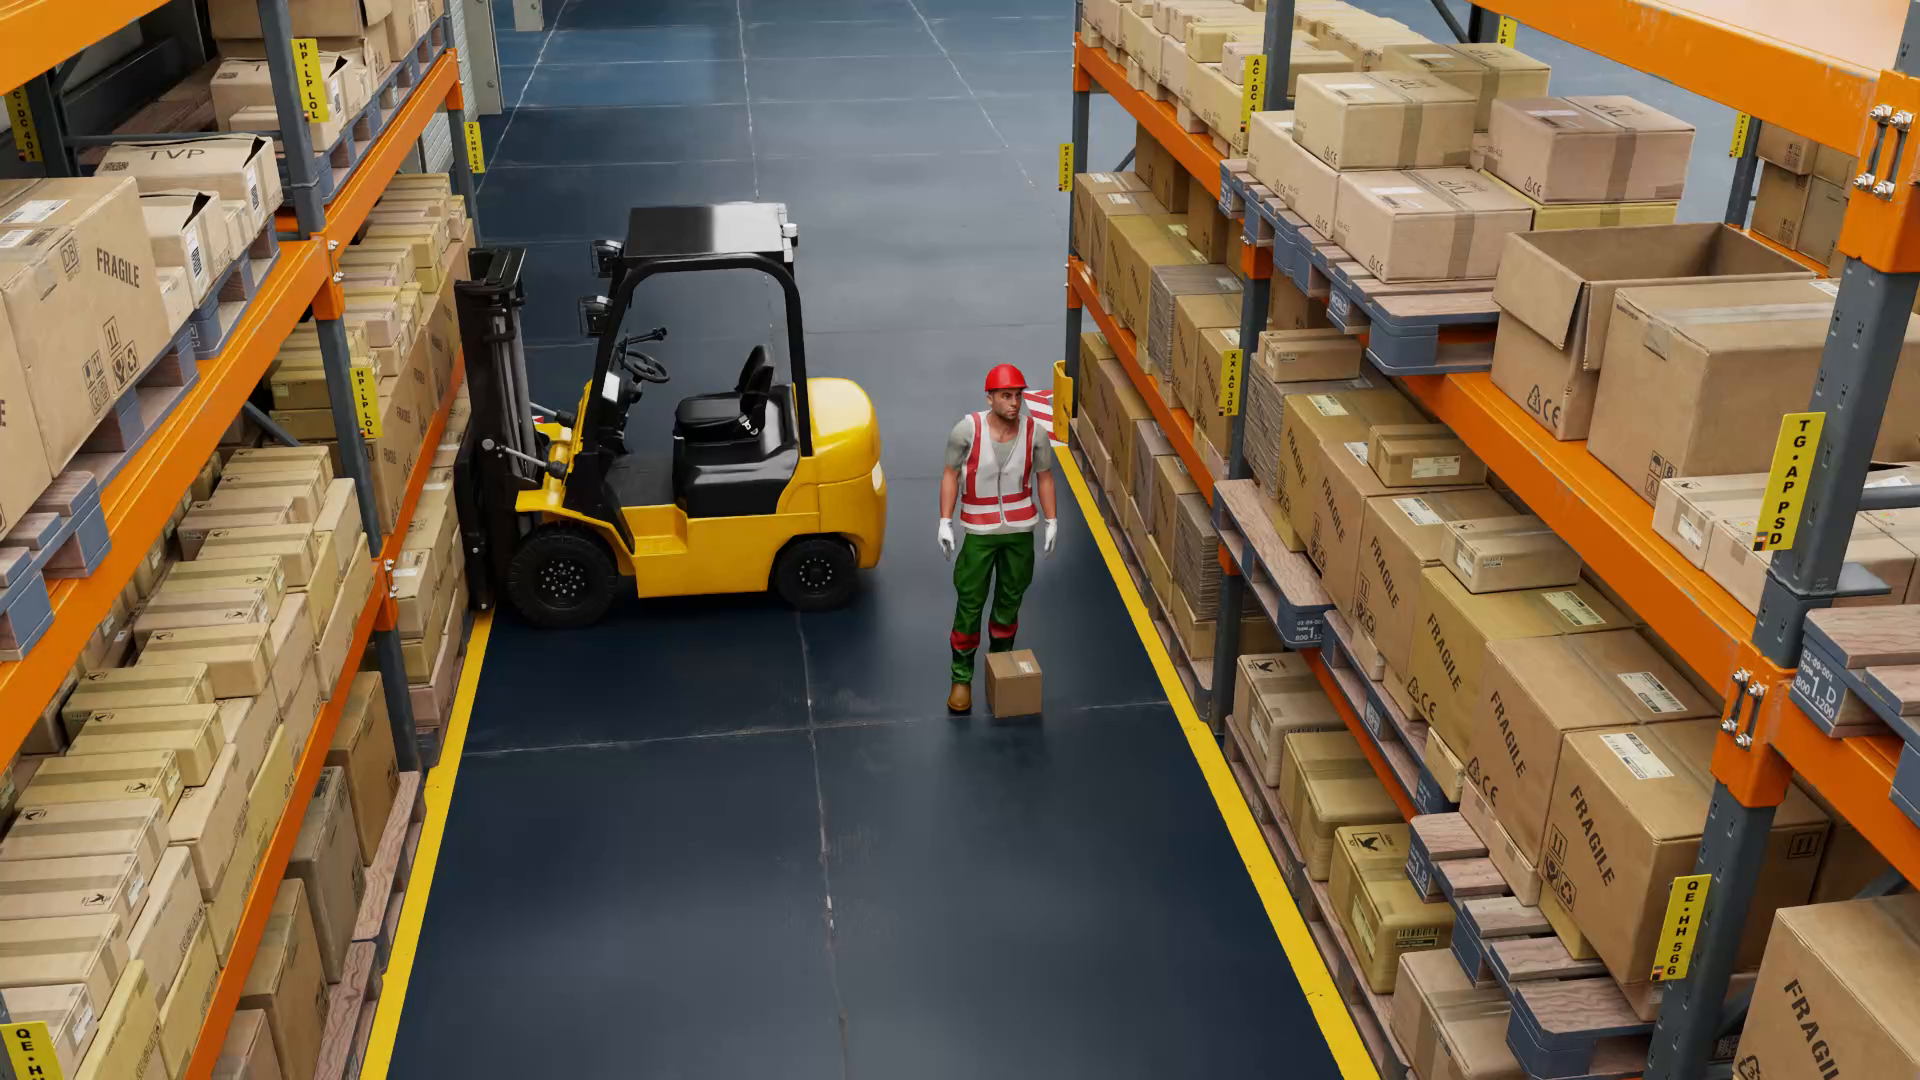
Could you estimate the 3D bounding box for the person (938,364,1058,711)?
[{"bbox_3d":[0.207,-0.016,8.602,0.638,1.790,0.559,-4,27,-9],"label":"person"}]
